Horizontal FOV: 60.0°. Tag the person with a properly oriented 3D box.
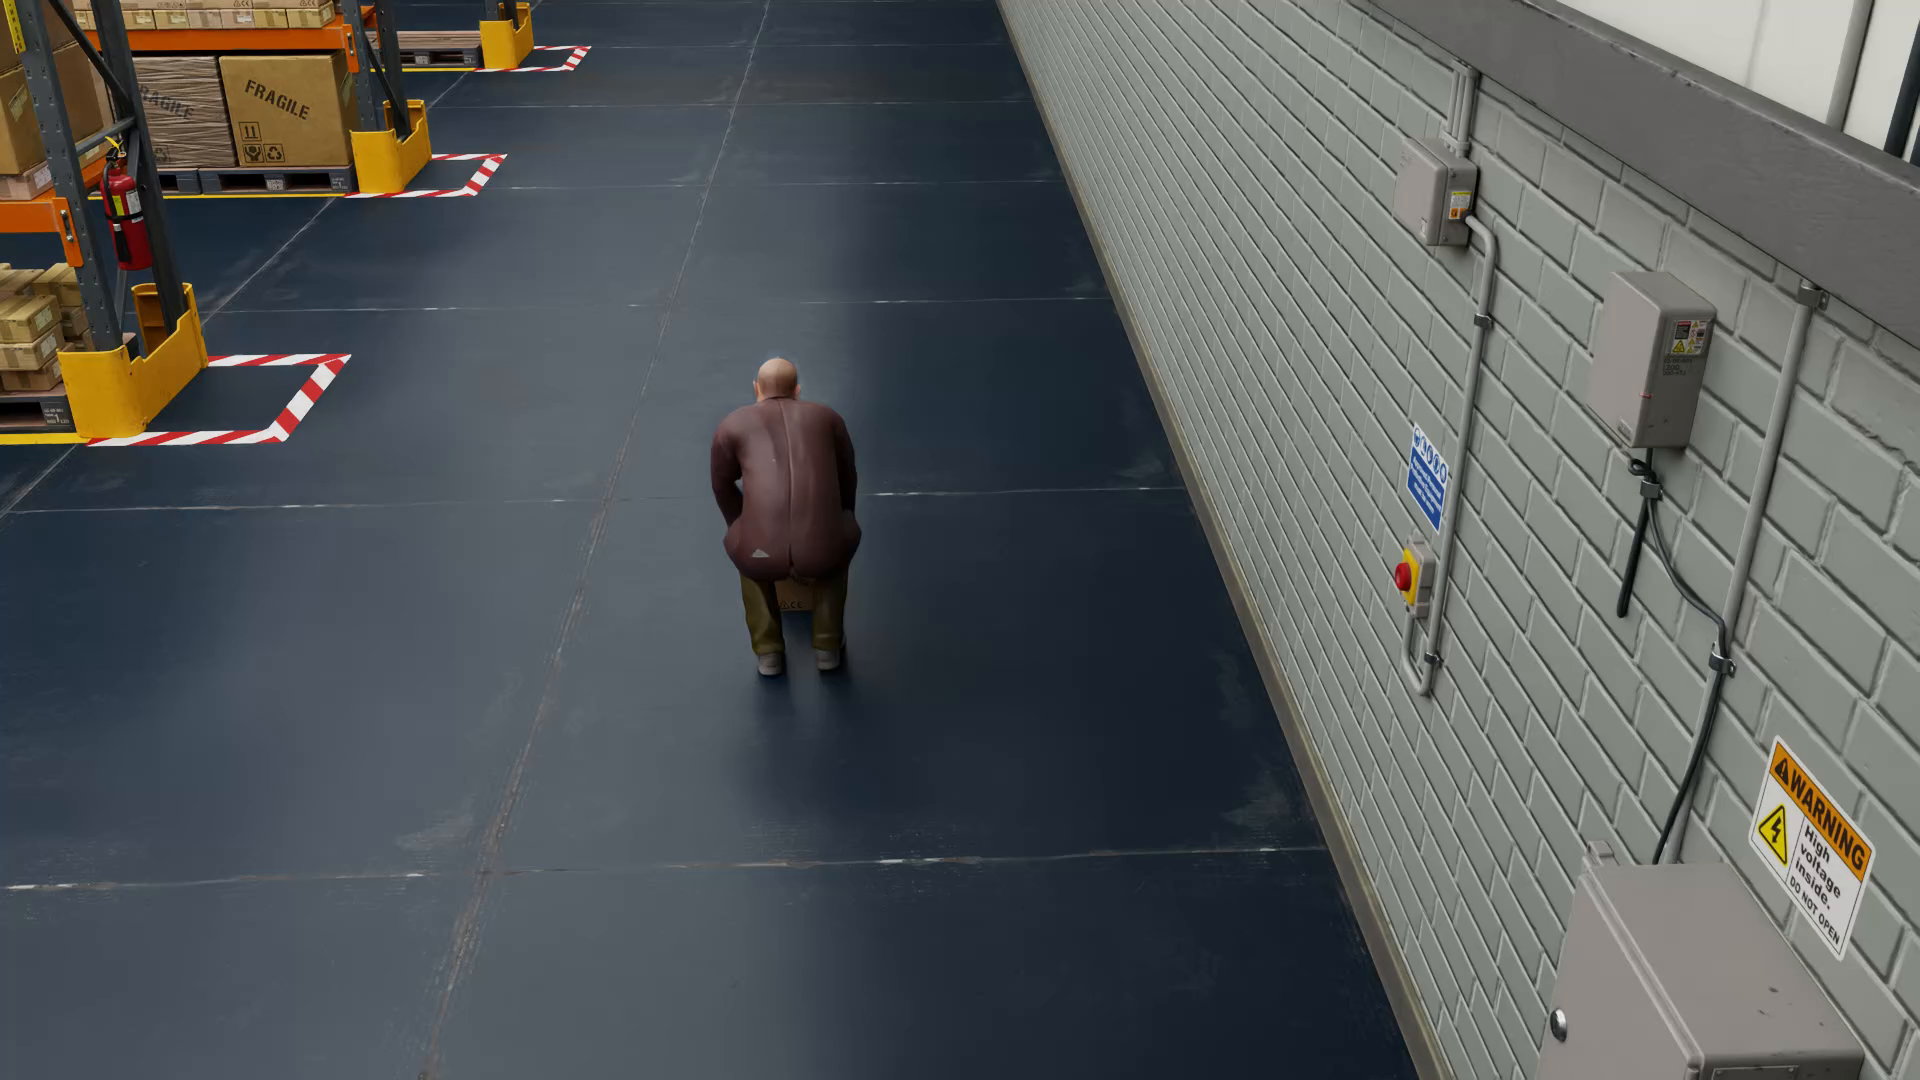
[{"bbox_3d":[-0.720,-0.074,6.901,0.626,1.211,0.816,-1,27,-3],"label":"person"}]
